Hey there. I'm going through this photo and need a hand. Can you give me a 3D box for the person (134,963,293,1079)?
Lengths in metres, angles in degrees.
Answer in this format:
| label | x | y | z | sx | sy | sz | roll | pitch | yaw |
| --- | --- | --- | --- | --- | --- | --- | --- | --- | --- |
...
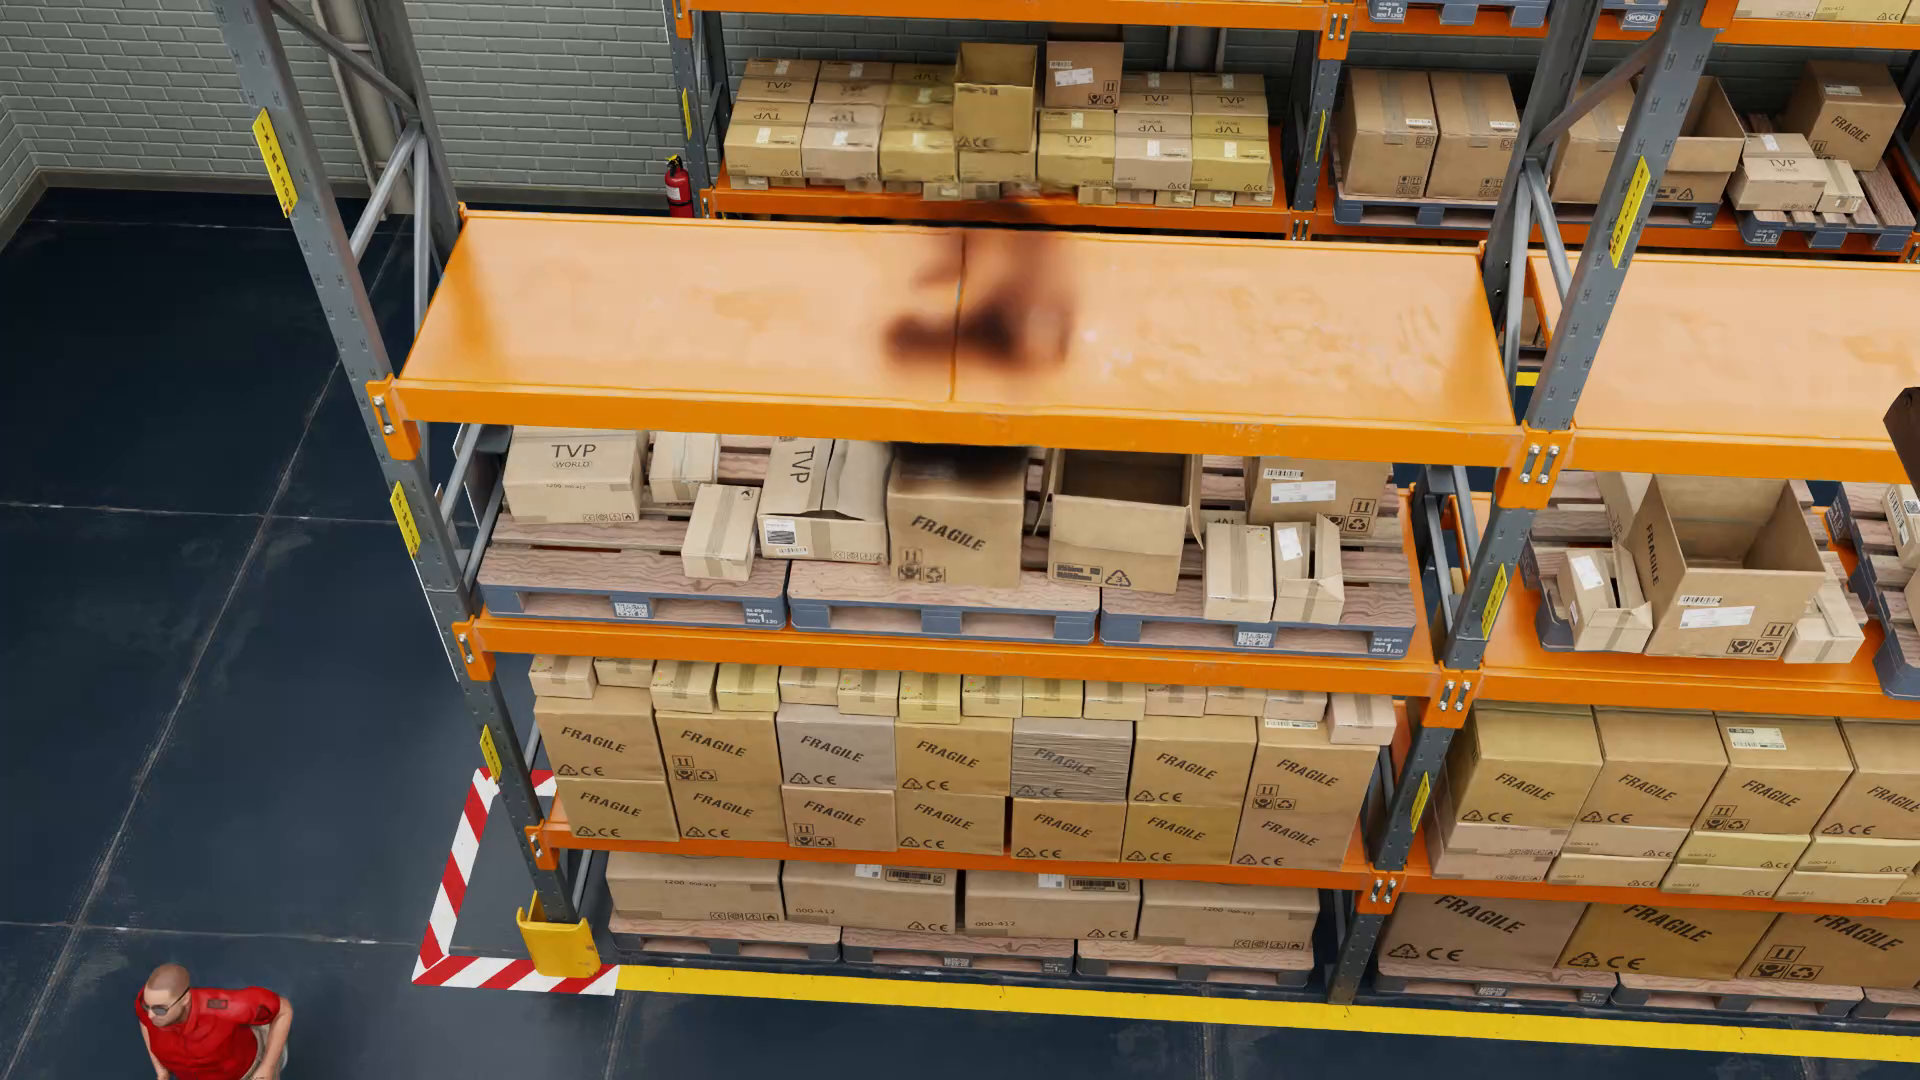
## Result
| label | x | y | z | sx | sy | sz | roll | pitch | yaw |
| --- | --- | --- | --- | --- | --- | --- | --- | --- | --- |
| person | -3.262 | 2.321 | 7.512 | 0.671 | 1.731 | 0.861 | 6 | 48 | 5 |
